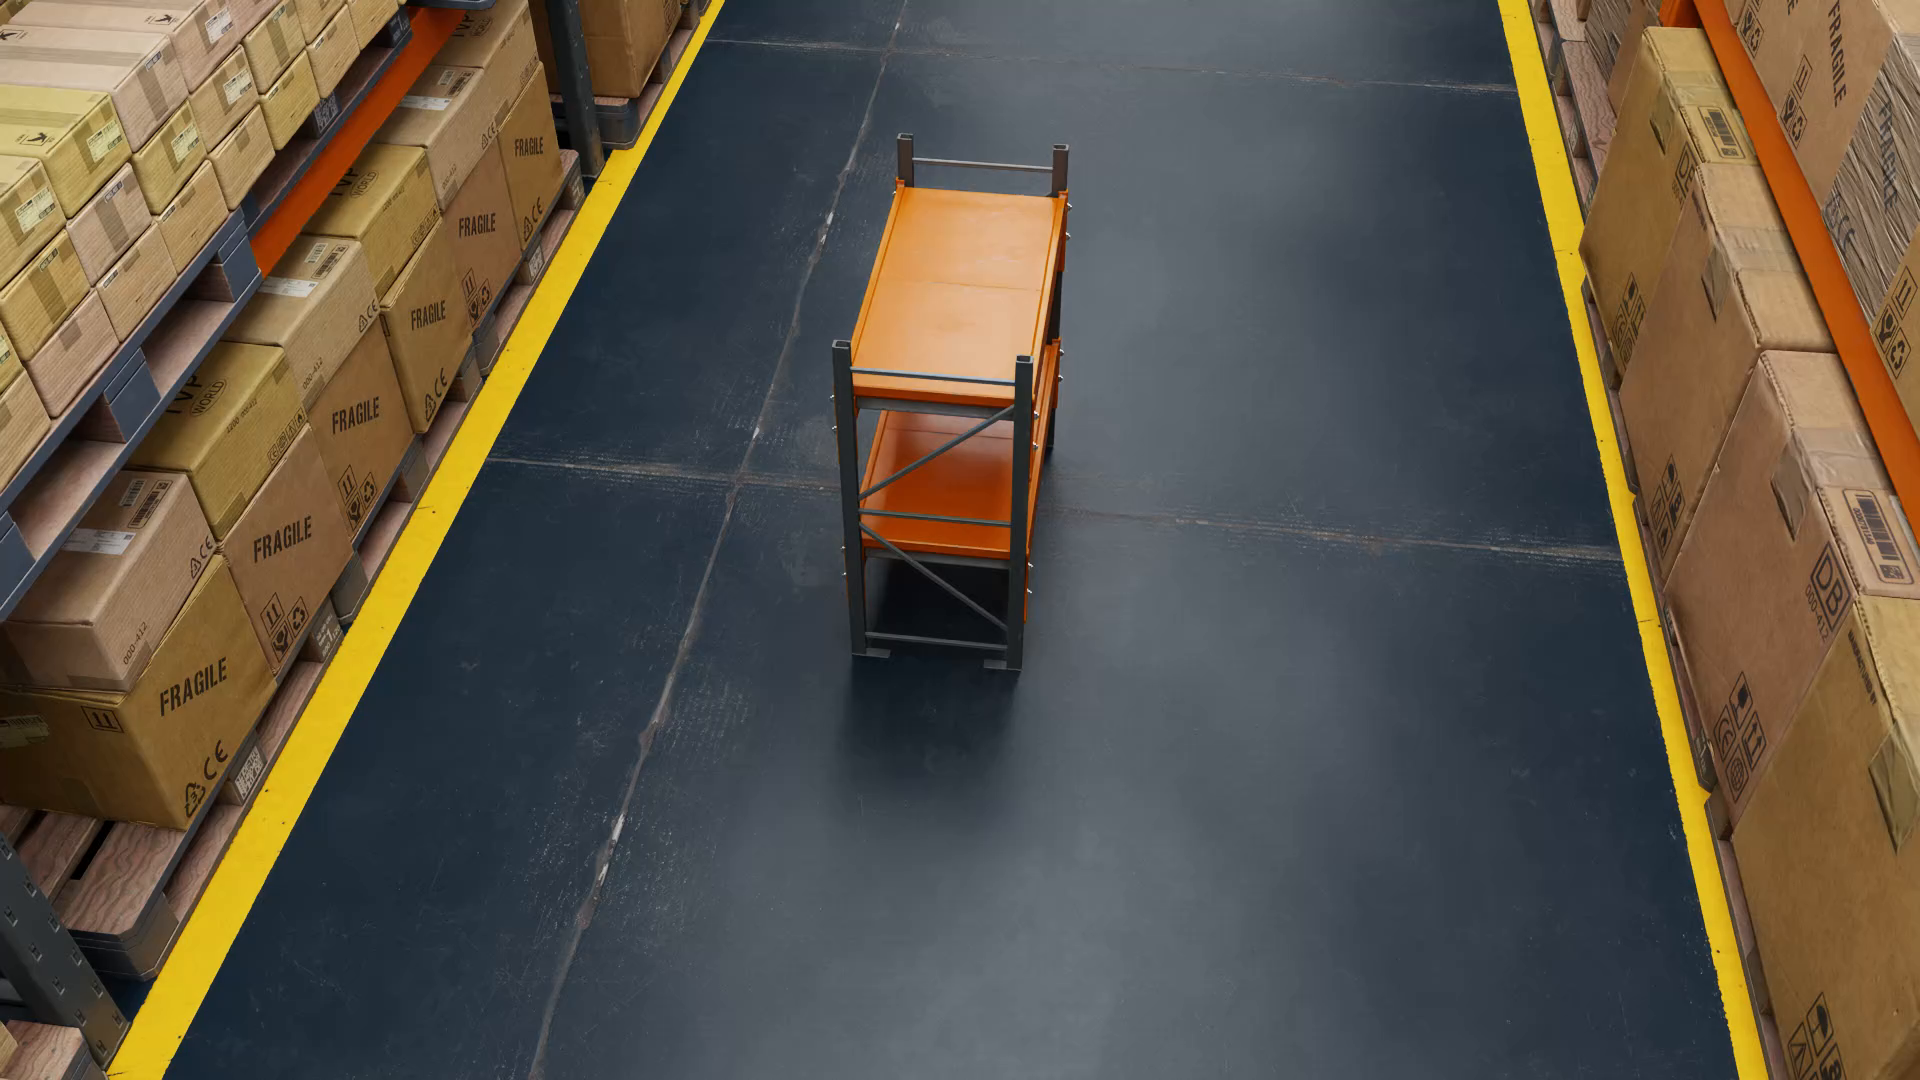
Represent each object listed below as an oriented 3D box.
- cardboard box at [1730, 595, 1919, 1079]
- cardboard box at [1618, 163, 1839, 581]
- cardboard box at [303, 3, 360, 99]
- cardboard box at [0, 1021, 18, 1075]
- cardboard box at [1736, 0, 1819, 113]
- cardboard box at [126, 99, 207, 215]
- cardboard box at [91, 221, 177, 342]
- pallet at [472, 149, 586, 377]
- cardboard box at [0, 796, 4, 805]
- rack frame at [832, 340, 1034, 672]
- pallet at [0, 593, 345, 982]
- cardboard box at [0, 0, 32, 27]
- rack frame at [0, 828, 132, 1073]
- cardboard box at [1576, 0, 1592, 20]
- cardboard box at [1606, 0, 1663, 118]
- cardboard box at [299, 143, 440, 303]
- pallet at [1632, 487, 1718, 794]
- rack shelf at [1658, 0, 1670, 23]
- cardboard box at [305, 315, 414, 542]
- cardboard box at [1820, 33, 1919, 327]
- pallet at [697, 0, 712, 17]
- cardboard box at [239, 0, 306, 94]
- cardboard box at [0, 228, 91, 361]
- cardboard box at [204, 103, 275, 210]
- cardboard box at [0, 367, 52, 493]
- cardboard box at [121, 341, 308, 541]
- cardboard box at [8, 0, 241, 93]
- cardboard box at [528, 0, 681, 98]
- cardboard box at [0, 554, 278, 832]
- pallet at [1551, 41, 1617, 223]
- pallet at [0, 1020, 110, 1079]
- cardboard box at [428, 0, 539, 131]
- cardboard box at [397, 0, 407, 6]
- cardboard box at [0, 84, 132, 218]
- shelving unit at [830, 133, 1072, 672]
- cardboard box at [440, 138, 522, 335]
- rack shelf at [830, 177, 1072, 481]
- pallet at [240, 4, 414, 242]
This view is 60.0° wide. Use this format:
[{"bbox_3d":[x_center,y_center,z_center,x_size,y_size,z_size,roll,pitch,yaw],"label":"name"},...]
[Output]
[{"bbox_3d":[2.467,0.781,3.484,1.225,0.875,0.875,5,44,6],"label":"cardboard box"},{"bbox_3d":[2.694,-0.432,4.765,1.225,0.875,0.875,5,44,6],"label":"cardboard box"},{"bbox_3d":[-1.789,-1.270,4.287,0.380,0.149,0.250,3,44,4],"label":"cardboard box"},{"bbox_3d":[-2.227,1.098,3.460,0.380,0.149,0.250,6,44,6],"label":"cardboard box"},{"bbox_3d":[2.531,-1.504,4.584,0.500,0.500,0.500,4,44,4],"label":"cardboard box"},{"bbox_3d":[-1.893,-0.846,3.623,0.380,0.149,0.250,4,44,4],"label":"cardboard box"},{"bbox_3d":[-1.925,-0.567,3.545,0.380,0.149,0.250,6,44,6],"label":"cardboard box"},{"bbox_3d":[-2.077,-1.101,6.259,1.003,0.211,1.213,5,44,6],"label":"pallet"},{"bbox_3d":[-2.653,0.308,4.256,0.500,0.500,0.500,4,44,5],"label":"cardboard box"},{"bbox_3d":[-0.068,-0.057,4.493,0.500,1.125,0.032,5,44,6],"label":"rack frame"},{"bbox_3d":[-2.399,0.562,4.503,1.003,0.211,1.213,5,44,6],"label":"pallet"},{"bbox_3d":[-2.473,-1.277,4.078,0.380,0.149,0.250,5,44,6],"label":"cardboard box"},{"bbox_3d":[-2.501,0.080,2.984,1.000,3.000,0.127,5,44,6],"label":"rack frame"},{"bbox_3d":[3.129,-2.603,7.315,0.700,0.500,0.500,9,44,9],"label":"cardboard box"},{"bbox_3d":[3.000,-1.837,6.506,0.700,0.500,0.500,3,44,3],"label":"cardboard box"},{"bbox_3d":[-1.941,-0.983,5.074,0.500,0.250,0.500,6,44,6],"label":"cardboard box"},{"bbox_3d":[2.588,0.246,4.837,1.003,0.211,1.213,5,44,6],"label":"pallet"},{"bbox_3d":[3.195,-3.228,7.001,1.077,0.370,4.000,5,44,6],"label":"rack shelf"},{"bbox_3d":[-2.016,-0.363,4.965,0.500,0.500,0.500,6,44,6],"label":"cardboard box"},{"bbox_3d":[2.399,-0.814,3.856,0.500,0.500,0.500,5,44,6],"label":"cardboard box"},{"bbox_3d":[-1.629,-2.993,8.257,1.003,0.211,1.213,5,44,6],"label":"pallet"},{"bbox_3d":[-1.824,-1.211,4.008,0.380,0.149,0.250,5,44,5],"label":"cardboard box"},{"bbox_3d":[-1.961,-0.493,3.250,0.380,0.149,0.250,4,44,5],"label":"cardboard box"},{"bbox_3d":[-1.858,-0.912,3.909,0.380,0.149,0.250,3,44,4],"label":"cardboard box"},{"bbox_3d":[-1.993,-0.208,3.165,0.380,0.149,0.250,3,44,3],"label":"cardboard box"},{"bbox_3d":[-2.073,-0.280,4.331,0.500,0.250,0.500,6,44,7],"label":"cardboard box"},{"bbox_3d":[-1.857,-1.133,3.710,0.380,0.149,0.250,5,44,5],"label":"cardboard box"},{"bbox_3d":[-1.802,-2.388,6.922,1.050,0.750,0.750,5,44,5],"label":"cardboard box"},{"bbox_3d":[-2.140,0.356,4.205,0.500,0.500,0.500,7,44,7],"label":"cardboard box"},{"bbox_3d":[3.036,-1.646,6.835,1.003,0.211,1.213,5,44,6],"label":"pallet"},{"bbox_3d":[-2.555,1.554,3.456,1.003,0.211,1.213,5,44,6],"label":"pallet"},{"bbox_3d":[-1.803,-1.673,5.803,0.500,0.250,0.500,4,44,5],"label":"cardboard box"},{"bbox_3d":[-1.720,-1.632,4.669,0.380,0.149,0.250,3,44,4],"label":"cardboard box"},{"bbox_3d":[-1.926,-0.789,3.346,0.380,0.149,0.250,6,44,6],"label":"cardboard box"},{"bbox_3d":[-0.001,-0.404,4.858,0.538,1.125,1.048,5,44,6],"label":"shelving unit"},{"bbox_3d":[-1.872,-1.065,5.706,0.500,0.500,0.500,7,44,7],"label":"cardboard box"},{"bbox_3d":[-0.001,-0.616,4.657,0.538,0.278,1.000,5,44,6],"label":"rack shelf"},{"bbox_3d":[-2.193,-1.224,4.500,1.003,0.211,1.213,5,44,6],"label":"pallet"}]
